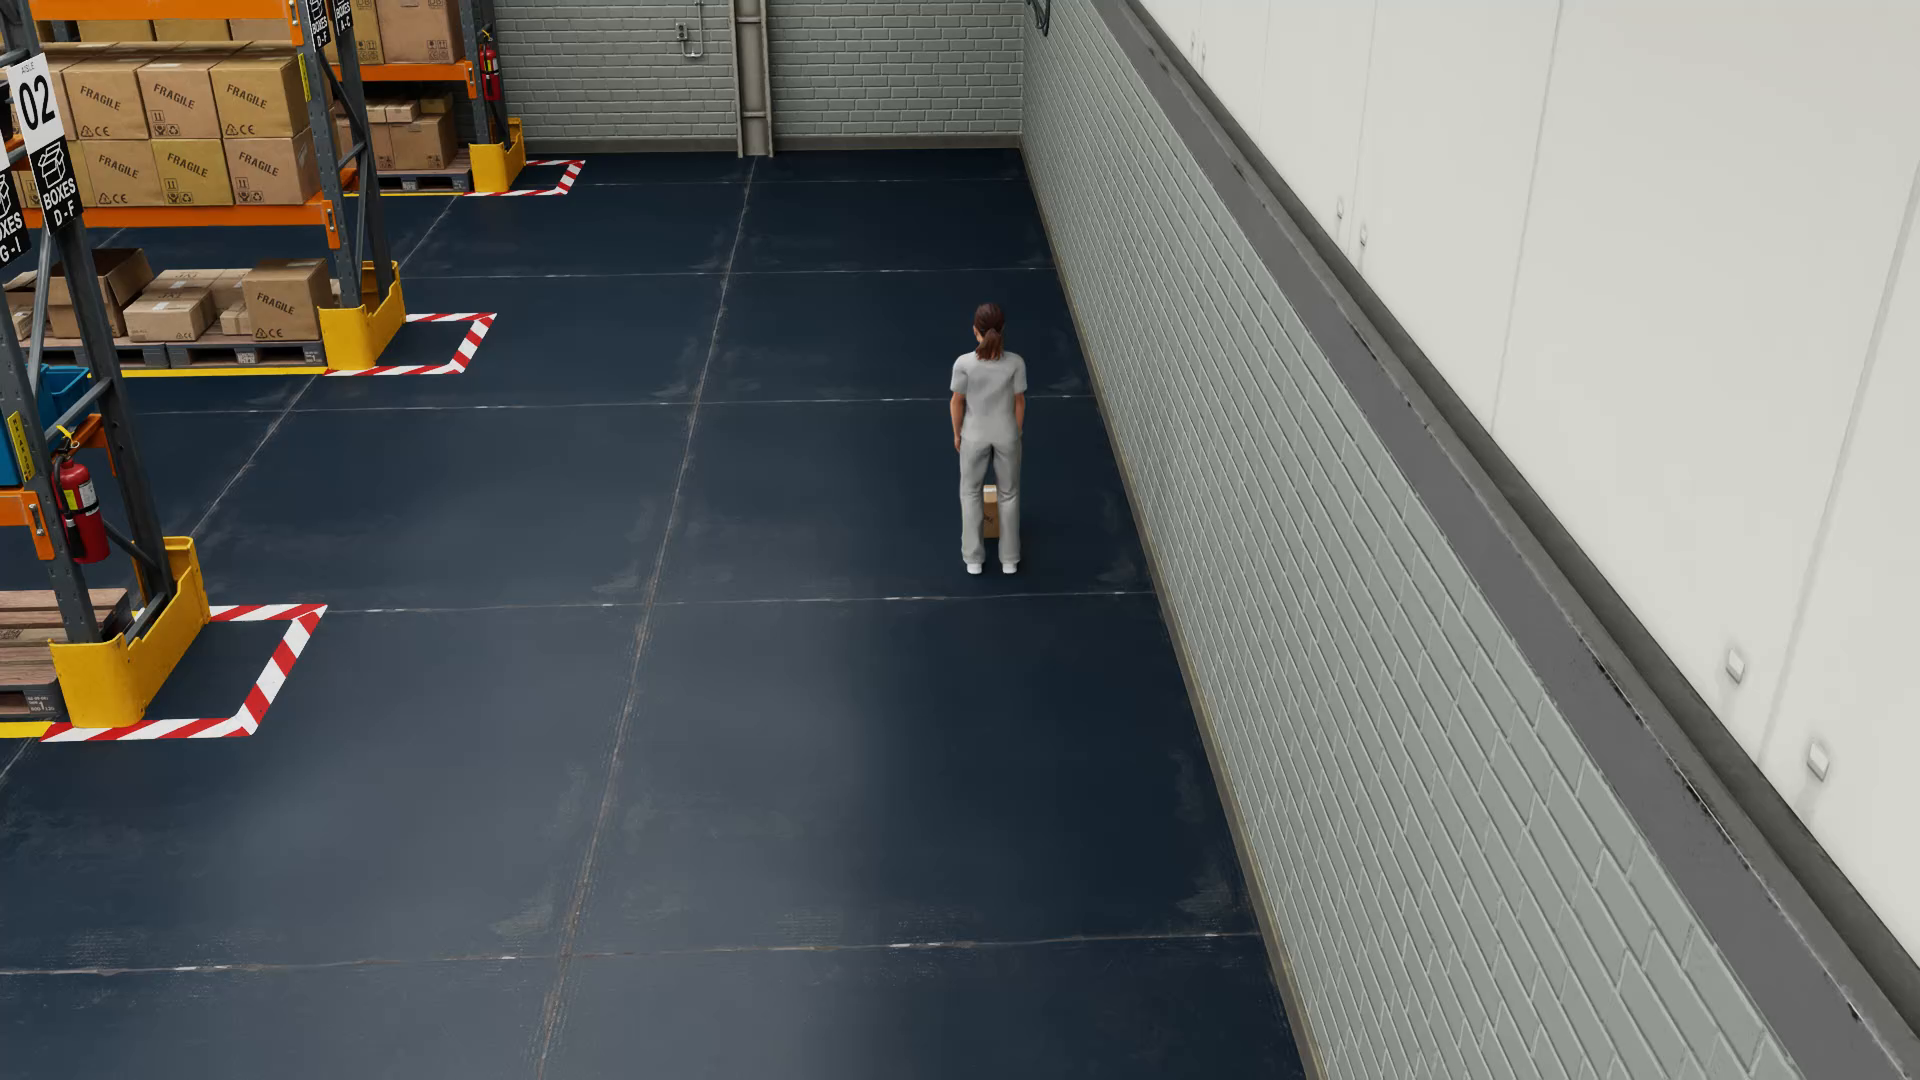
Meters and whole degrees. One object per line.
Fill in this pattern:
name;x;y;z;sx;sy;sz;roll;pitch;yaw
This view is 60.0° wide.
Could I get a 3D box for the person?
person;0.164;-0.579;9.738;0.443;1.670;0.361;-1;28;-2
